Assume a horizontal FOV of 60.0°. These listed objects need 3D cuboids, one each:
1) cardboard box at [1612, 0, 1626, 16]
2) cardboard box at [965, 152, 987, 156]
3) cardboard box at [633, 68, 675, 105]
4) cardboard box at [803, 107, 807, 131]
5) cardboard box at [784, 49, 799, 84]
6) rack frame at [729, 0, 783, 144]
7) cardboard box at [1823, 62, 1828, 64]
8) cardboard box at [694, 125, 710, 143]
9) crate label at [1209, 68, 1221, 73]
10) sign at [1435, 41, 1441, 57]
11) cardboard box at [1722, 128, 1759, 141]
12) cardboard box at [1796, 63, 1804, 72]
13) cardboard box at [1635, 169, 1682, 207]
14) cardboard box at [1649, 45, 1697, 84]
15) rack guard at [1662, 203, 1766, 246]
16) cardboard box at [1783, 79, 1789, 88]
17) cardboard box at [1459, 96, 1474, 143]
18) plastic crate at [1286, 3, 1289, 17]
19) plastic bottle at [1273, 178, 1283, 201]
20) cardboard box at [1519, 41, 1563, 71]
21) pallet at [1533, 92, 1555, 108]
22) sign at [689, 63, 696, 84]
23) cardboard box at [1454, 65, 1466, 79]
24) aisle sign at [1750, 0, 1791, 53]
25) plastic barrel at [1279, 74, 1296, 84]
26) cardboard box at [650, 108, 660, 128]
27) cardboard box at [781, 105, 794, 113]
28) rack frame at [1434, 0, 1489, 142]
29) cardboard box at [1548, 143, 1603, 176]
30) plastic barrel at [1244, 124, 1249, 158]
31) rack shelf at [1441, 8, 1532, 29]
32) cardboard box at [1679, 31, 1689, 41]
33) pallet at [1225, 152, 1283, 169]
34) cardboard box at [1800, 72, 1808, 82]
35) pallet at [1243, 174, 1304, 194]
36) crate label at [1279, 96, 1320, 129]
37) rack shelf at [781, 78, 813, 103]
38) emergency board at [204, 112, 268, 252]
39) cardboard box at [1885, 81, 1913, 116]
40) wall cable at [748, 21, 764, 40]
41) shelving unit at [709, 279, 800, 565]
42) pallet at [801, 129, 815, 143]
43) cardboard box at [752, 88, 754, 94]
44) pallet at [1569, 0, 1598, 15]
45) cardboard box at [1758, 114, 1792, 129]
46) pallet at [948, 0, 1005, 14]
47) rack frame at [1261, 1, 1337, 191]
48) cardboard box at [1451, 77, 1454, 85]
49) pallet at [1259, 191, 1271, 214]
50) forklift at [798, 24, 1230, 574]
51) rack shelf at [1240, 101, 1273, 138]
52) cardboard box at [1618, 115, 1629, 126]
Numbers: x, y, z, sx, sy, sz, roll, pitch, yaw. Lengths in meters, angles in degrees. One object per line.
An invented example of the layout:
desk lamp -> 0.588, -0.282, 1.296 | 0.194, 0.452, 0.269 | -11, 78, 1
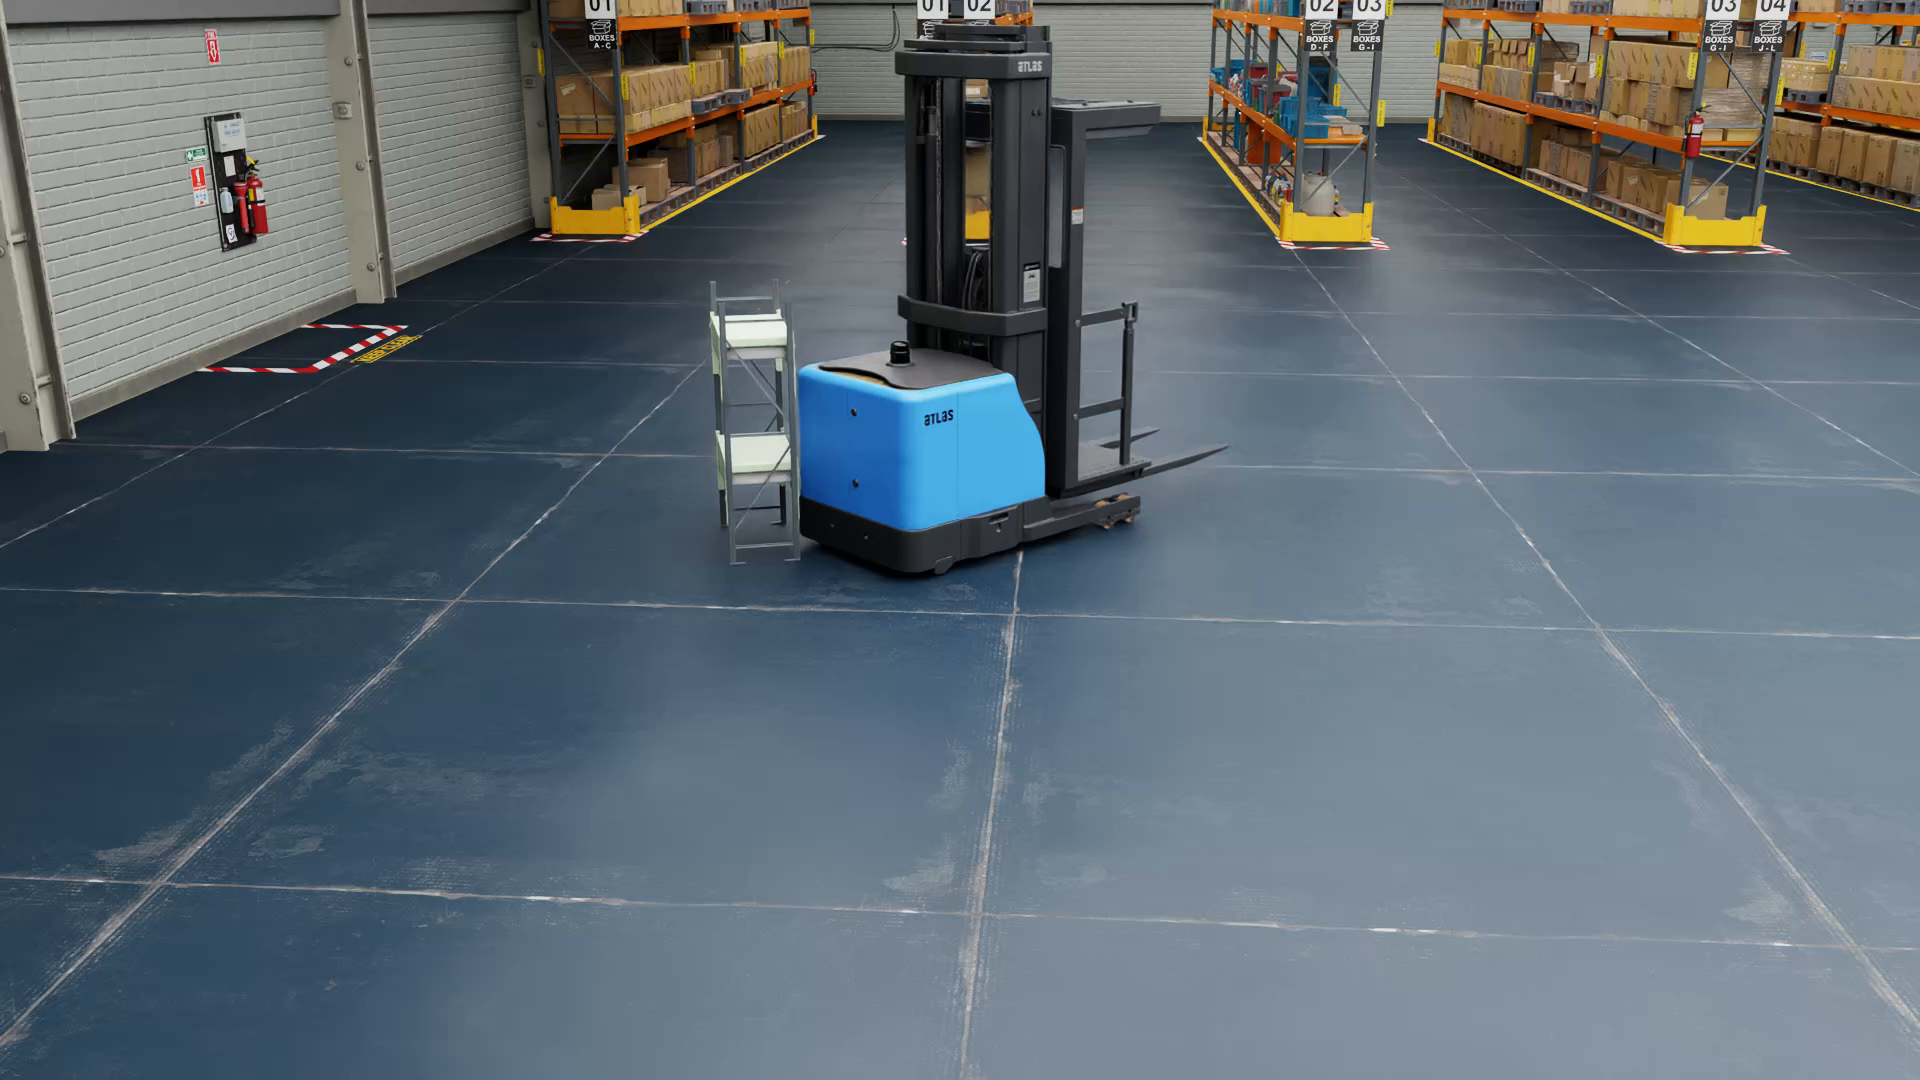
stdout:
cardboard box -> 9.828, -7.746, 24.169 | 0.500, 0.250, 0.500 | 1, 18, 2
cardboard box -> 0.265, -5.228, 23.597 | 0.500, 0.500, 0.500 | 1, 18, 4
cardboard box -> -4.509, -6.687, 24.519 | 0.500, 0.500, 0.500 | 1, 18, 2
cardboard box -> -3.797, -9.377, 37.062 | 0.700, 0.500, 0.500 | 1, 18, 4
cardboard box -> -3.978, -10.106, 35.465 | 0.980, 0.700, 0.700 | 0, 18, 1
rack frame -> -4.133, -9.342, 33.617 | 1.000, 3.000, 0.127 | 1, 18, 4
cardboard box -> 15.644, -8.454, 29.680 | 0.380, 0.149, 0.250 | 2, 18, 6
cardboard box -> -4.555, -6.917, 28.320 | 0.500, 0.250, 0.500 | 1, 18, 4
crate label -> 5.689, -10.243, 36.539 | 0.416, 0.233, 0.303 | 1, 18, 4
sign -> 10.422, -10.716, 36.293 | 0.100, 0.325, 0.005 | 1, 18, 4
cardboard box -> 10.087, -5.247, 21.524 | 0.380, 0.149, 0.250 | 1, 18, 4
cardboard box -> 14.959, -8.311, 29.243 | 0.380, 0.149, 0.250 | 2, 18, 6
cardboard box -> 10.047, -5.042, 23.832 | 0.500, 0.500, 0.500 | 0, 18, -1
cardboard box -> 9.690, -6.435, 22.499 | 0.500, 0.500, 0.500 | 1, 18, 4
rack guard -> 9.834, -4.119, 21.692 | 1.175, 0.500, 0.348 | 1, 18, 4
cardboard box -> 14.996, -8.188, 29.823 | 0.380, 0.149, 0.250 | 0, 18, 1
cardboard box -> 10.880, -8.683, 34.343 | 0.875, 0.875, 0.875 | 1, 18, 4
plastic crate -> 4.790, -7.477, 23.448 | 0.336, 0.188, 0.450 | 1, 18, 4
plastic bottle -> 4.646, -5.097, 24.209 | 0.144, 0.351, 0.185 | 2, 18, 6
cardboard box -> 10.520, -8.722, 29.951 | 0.797, 0.503, 0.637 | 2, 18, 5
pallet -> 10.457, -7.453, 28.161 | 1.213, 0.211, 1.003 | 1, 18, 4
sign -> -4.165, -7.259, 25.870 | 0.100, 0.325, 0.005 | 1, 18, 4
cardboard box -> 10.569, -9.700, 34.473 | 0.500, 0.250, 0.500 | 1, 18, 3
aisle sign -> 10.123, -6.493, 20.747 | 0.394, 0.787, 0.004 | 1, 18, 4
plastic barrel -> 5.601, -7.608, 28.144 | 0.421, 0.512, 0.421 | 0, 18, 0
cardboard box -> -4.576, -6.018, 23.680 | 0.500, 0.250, 0.500 | 1, 18, 3
cardboard box -> -3.733, -9.157, 35.349 | 0.380, 0.149, 0.250 | 1, 18, 2
rack frame -> 10.976, -10.253, 36.396 | 1.000, 3.000, 0.127 | 1, 18, 4
cardboard box -> 10.347, -6.408, 27.971 | 0.700, 0.500, 0.500 | 0, 18, -1
plastic barrel -> 5.561, -7.436, 30.996 | 0.600, 0.588, 0.708 | 1, 18, 4
rack shelf -> 10.832, -10.715, 34.145 | 1.077, 0.370, 4.000 | 1, 18, 4
cardboard box -> 15.618, -10.641, 35.337 | 0.500, 0.500, 0.500 | 1, 18, 4
pallet -> 5.567, -7.177, 31.488 | 1.003, 0.211, 1.213 | 1, 18, 4
cardboard box -> 14.941, -8.094, 29.060 | 0.380, 0.149, 0.250 | 2, 18, 6
pallet -> 5.277, -5.936, 27.700 | 1.003, 0.211, 1.213 | 1, 18, 4
crate label -> 4.750, -5.989, 23.326 | 0.502, 0.435, 0.616 | 1, 18, 4
rack shelf -> -3.990, -9.622, 35.625 | 1.077, 0.370, 4.000 | 1, 18, 4
emergency board -> -6.451, -3.222, 14.939 | 0.194, 1.169, 0.643 | 1, 18, 4
cardboard box -> 14.898, -6.913, 26.044 | 0.500, 0.500, 0.500 | 1, 18, 4
wall cable -> -4.698, -11.486, 38.528 | 0.084, 1.984, 1.851 | 1, 18, 4
shelving unit -> -1.191, -0.695, 9.636 | 0.431, 1.500, 0.755 | -4, 19, -11
pallet -> -3.826, -9.009, 37.080 | 1.003, 0.211, 1.213 | 1, 18, 4
cardboard box -> -4.101, -8.487, 31.380 | 0.380, 0.149, 0.250 | 2, 18, 5
pallet -> 10.337, -8.374, 26.145 | 1.213, 0.211, 1.003 | 1, 18, 4
cardboard box -> 15.277, -7.848, 31.191 | 0.500, 0.250, 0.500 | 2, 18, 5
pallet -> 0.109, -7.488, 23.284 | 1.003, 0.211, 1.213 | 1, 18, 4
rack frame -> 5.175, -6.637, 25.359 | 1.000, 3.000, 0.127 | 1, 18, 4
cardboard box -> 10.531, -9.631, 34.902 | 0.380, 0.149, 0.250 | 1, 18, 3
pallet -> 5.085, -5.104, 25.160 | 1.003, 0.211, 1.213 | 1, 18, 4
forklift -> 0.476, -1.570, 10.009 | 3.031, 2.935, 1.130 | -16, 24, -40
rack shelf -> 5.318, -6.916, 27.367 | 1.077, 0.370, 4.000 | 1, 18, 4
cardboard box -> 9.711, -6.036, 23.931 | 0.380, 0.149, 0.250 | 1, 18, 4
